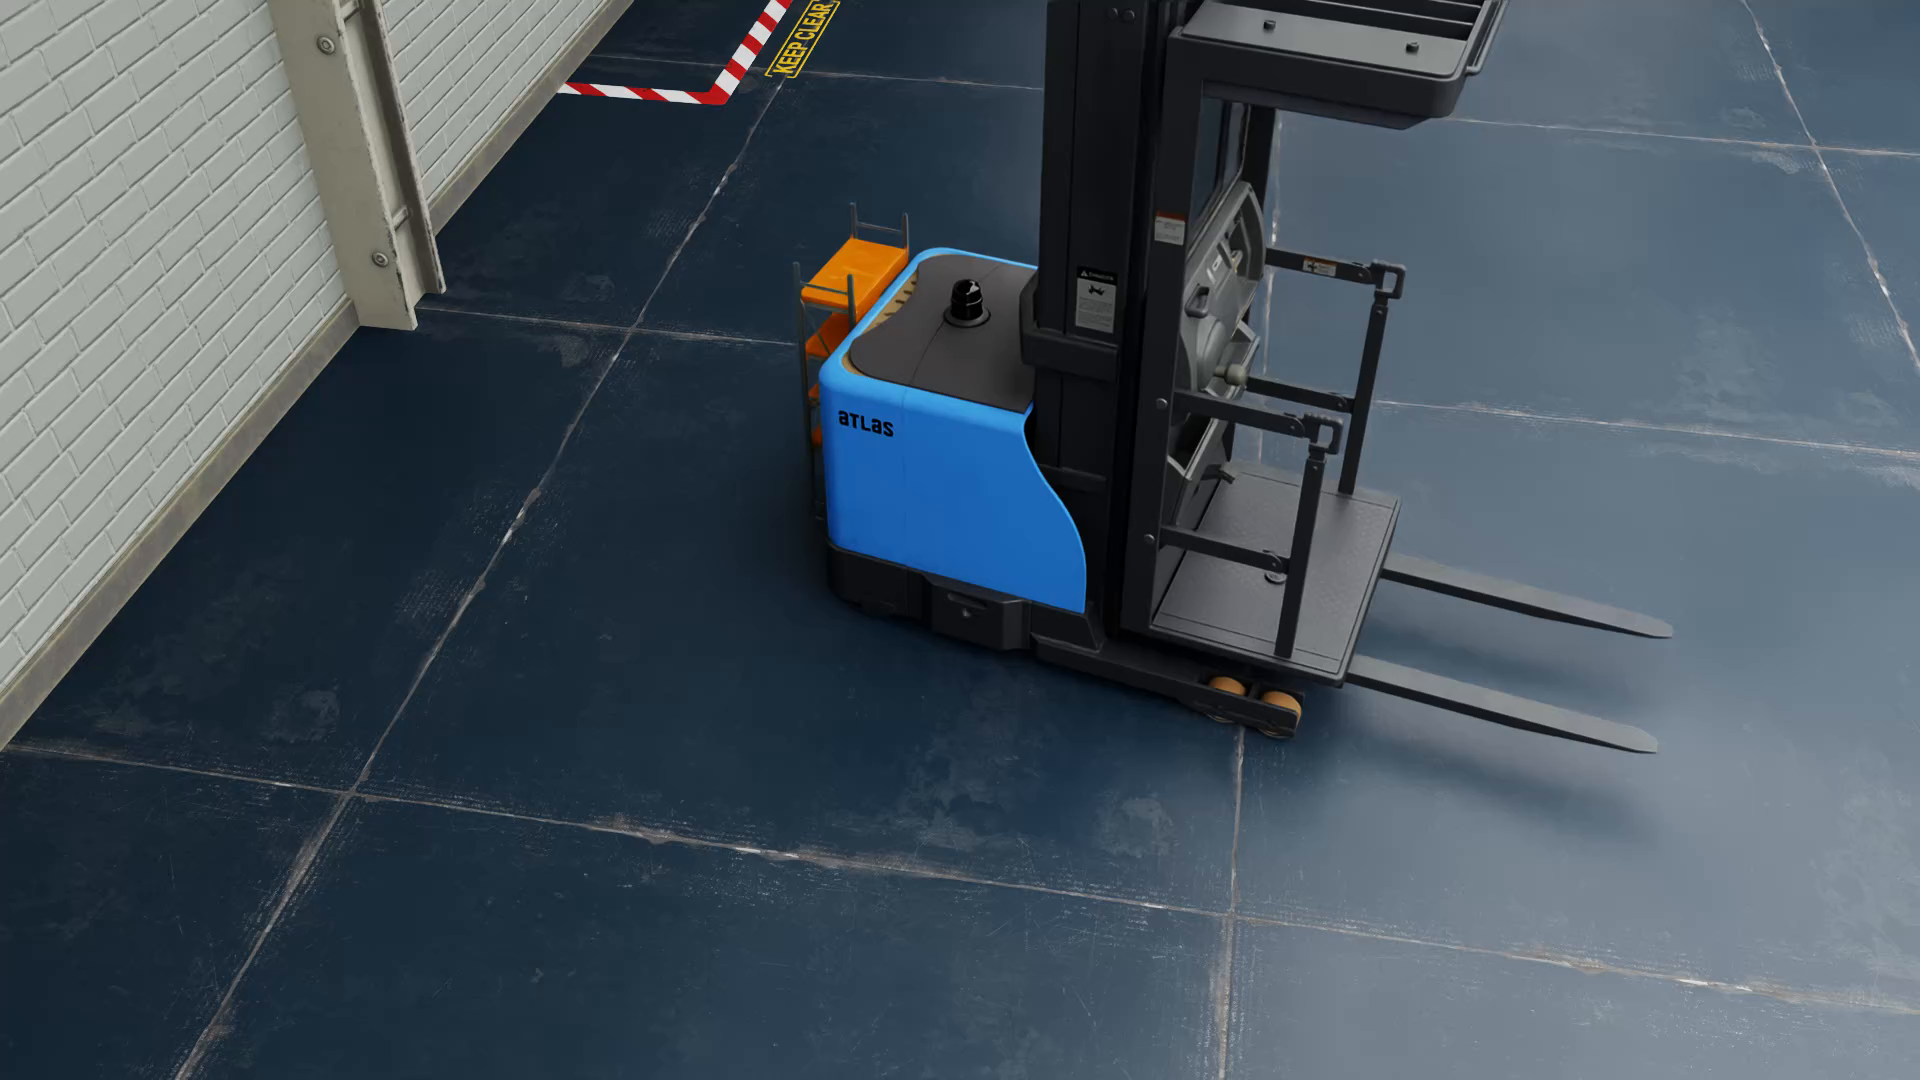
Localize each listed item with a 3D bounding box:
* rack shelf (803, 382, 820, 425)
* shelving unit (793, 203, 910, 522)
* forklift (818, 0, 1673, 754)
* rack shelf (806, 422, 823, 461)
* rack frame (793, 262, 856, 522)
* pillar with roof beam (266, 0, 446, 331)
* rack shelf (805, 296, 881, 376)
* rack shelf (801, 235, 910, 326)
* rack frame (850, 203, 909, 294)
[{"bbox_3d":[-0.406,-0.618,6.661,0.258,0.148,0.480,15,42,17],"label":"rack shelf"},{"bbox_3d":[-0.406,-0.670,6.618,0.258,1.200,0.503,15,42,17],"label":"shelving unit"},{"bbox_3d":[1.054,-0.815,5.435,3.031,2.935,1.130,15,42,17],"label":"forklift"},{"bbox_3d":[-0.406,-0.465,6.788,0.258,0.148,0.480,15,42,17],"label":"rack shelf"},{"bbox_3d":[-0.499,-0.526,6.445,0.240,1.200,0.015,15,42,17],"label":"rack frame"},{"bbox_3d":[1.504,-4.138,4.693,9.100,9.000,0.400,6,40,8],"label":"pillar with roof beam"},{"bbox_3d":[-0.406,-0.790,6.519,0.258,0.148,0.480,15,42,17],"label":"rack shelf"},{"bbox_3d":[-0.406,-0.973,6.368,0.258,0.148,0.480,15,42,17],"label":"rack shelf"},{"bbox_3d":[-0.312,-0.814,6.792,0.240,1.200,0.015,15,42,17],"label":"rack frame"}]
